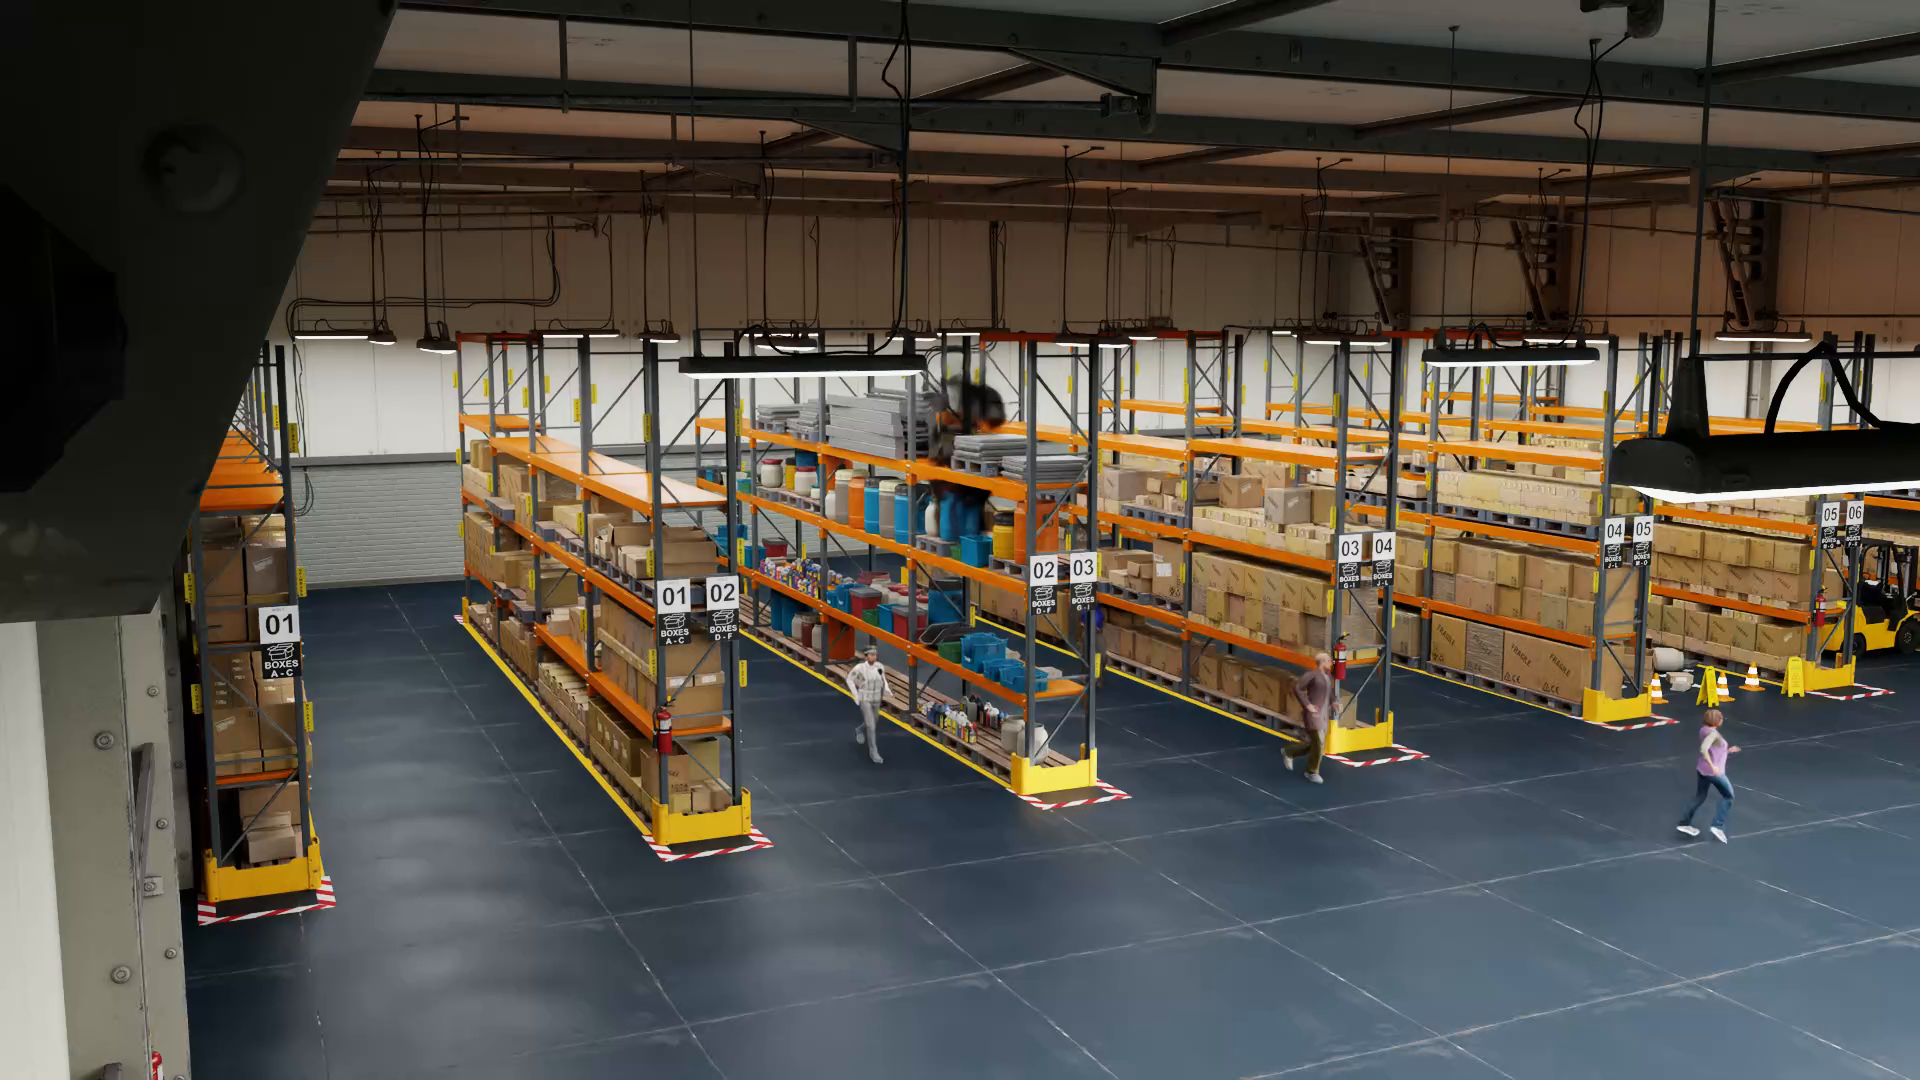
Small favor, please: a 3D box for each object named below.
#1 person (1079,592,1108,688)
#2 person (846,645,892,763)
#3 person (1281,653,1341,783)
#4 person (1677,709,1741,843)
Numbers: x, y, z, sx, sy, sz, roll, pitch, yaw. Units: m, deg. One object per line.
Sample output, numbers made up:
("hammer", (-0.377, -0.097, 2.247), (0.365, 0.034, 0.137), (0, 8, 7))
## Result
("person", (2.272, 1.719, 28.401), (0.566, 1.692, 0.727), (-4, 9, -27))
("person", (-1.341, 2.299, 23.913), (0.597, 1.676, 0.853), (-5, 9, -32))
("person", (4.888, 2.417, 23.058), (0.796, 1.740, 0.768), (7, 10, 42))
("person", (9.065, 2.844, 20.076), (0.703, 1.639, 0.503), (0, 8, -3))
